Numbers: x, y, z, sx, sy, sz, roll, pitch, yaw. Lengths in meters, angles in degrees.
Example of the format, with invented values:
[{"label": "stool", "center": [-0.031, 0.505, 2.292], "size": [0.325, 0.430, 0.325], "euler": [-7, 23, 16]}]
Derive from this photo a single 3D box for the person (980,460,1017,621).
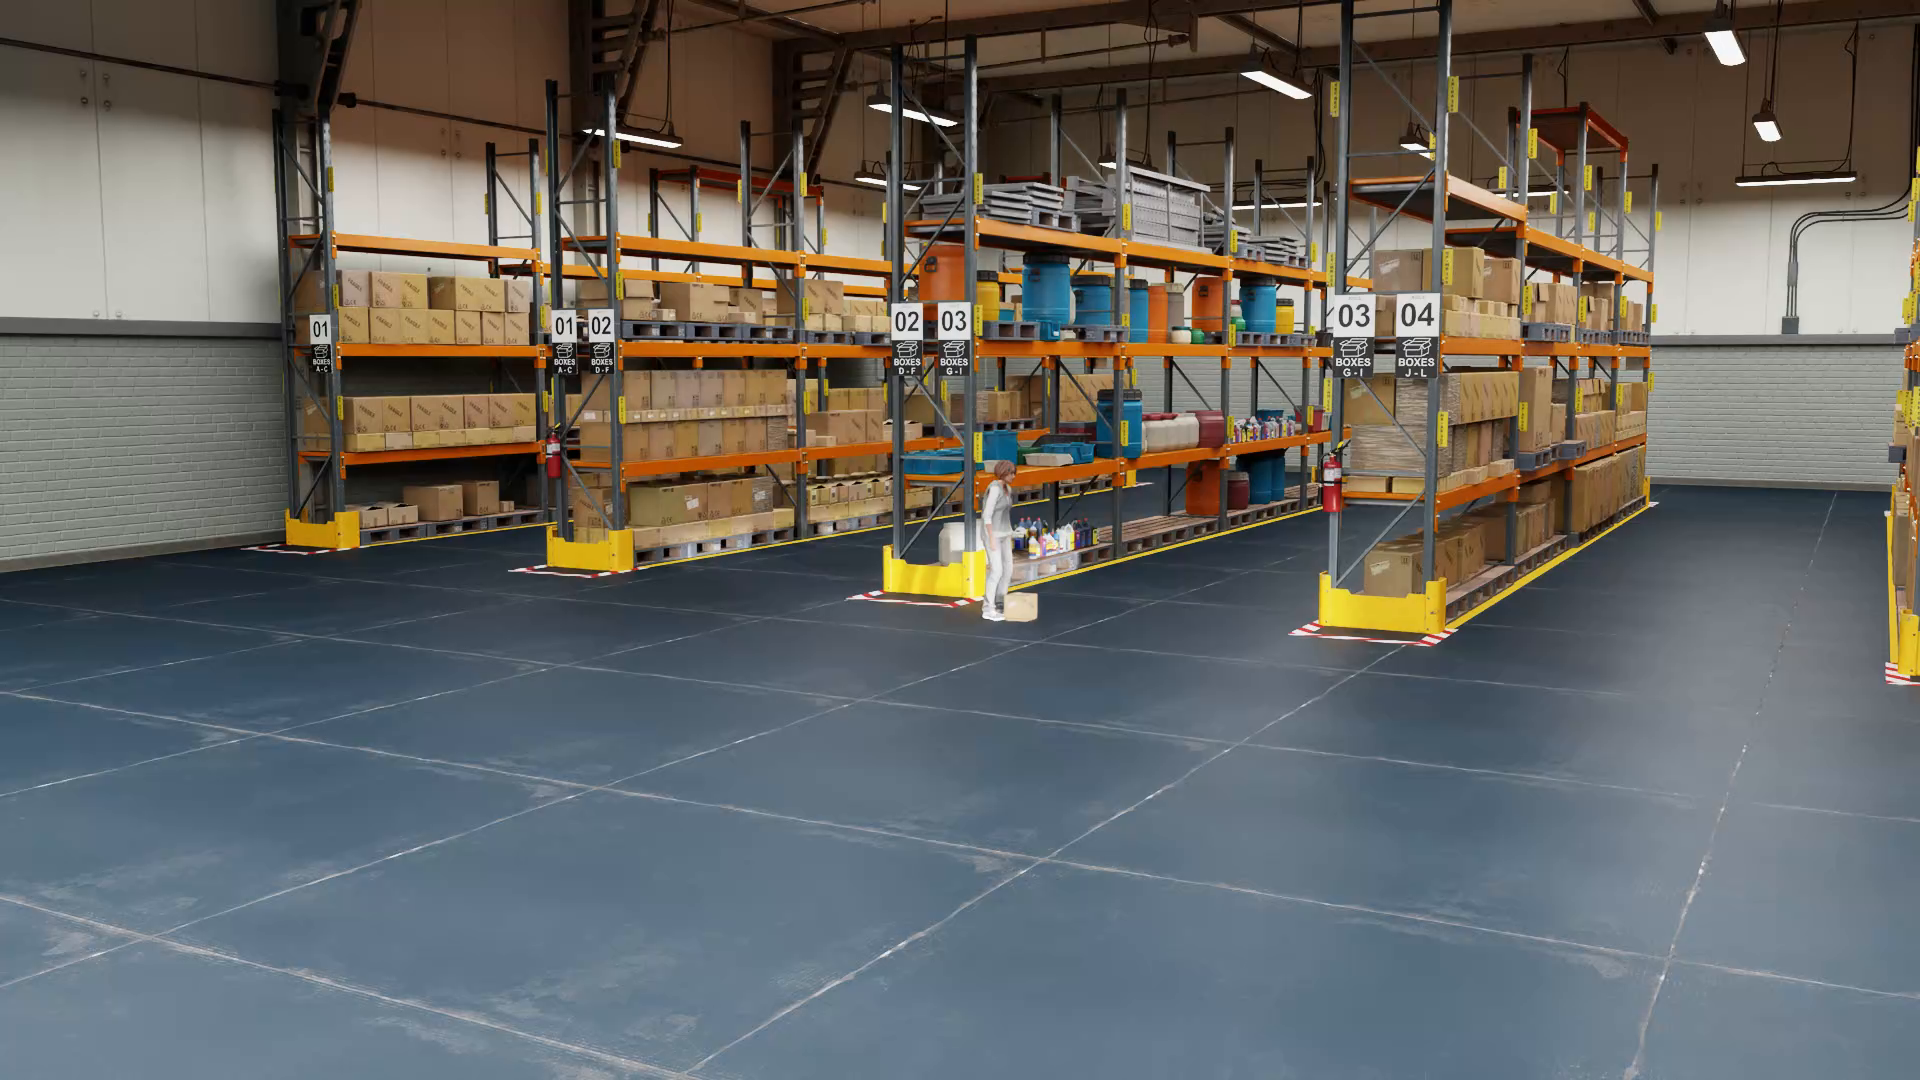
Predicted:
[{"label": "person", "center": [0.399, -0.002, 16.652], "size": [0.377, 1.580, 0.473], "euler": [3, 7, 26]}]
